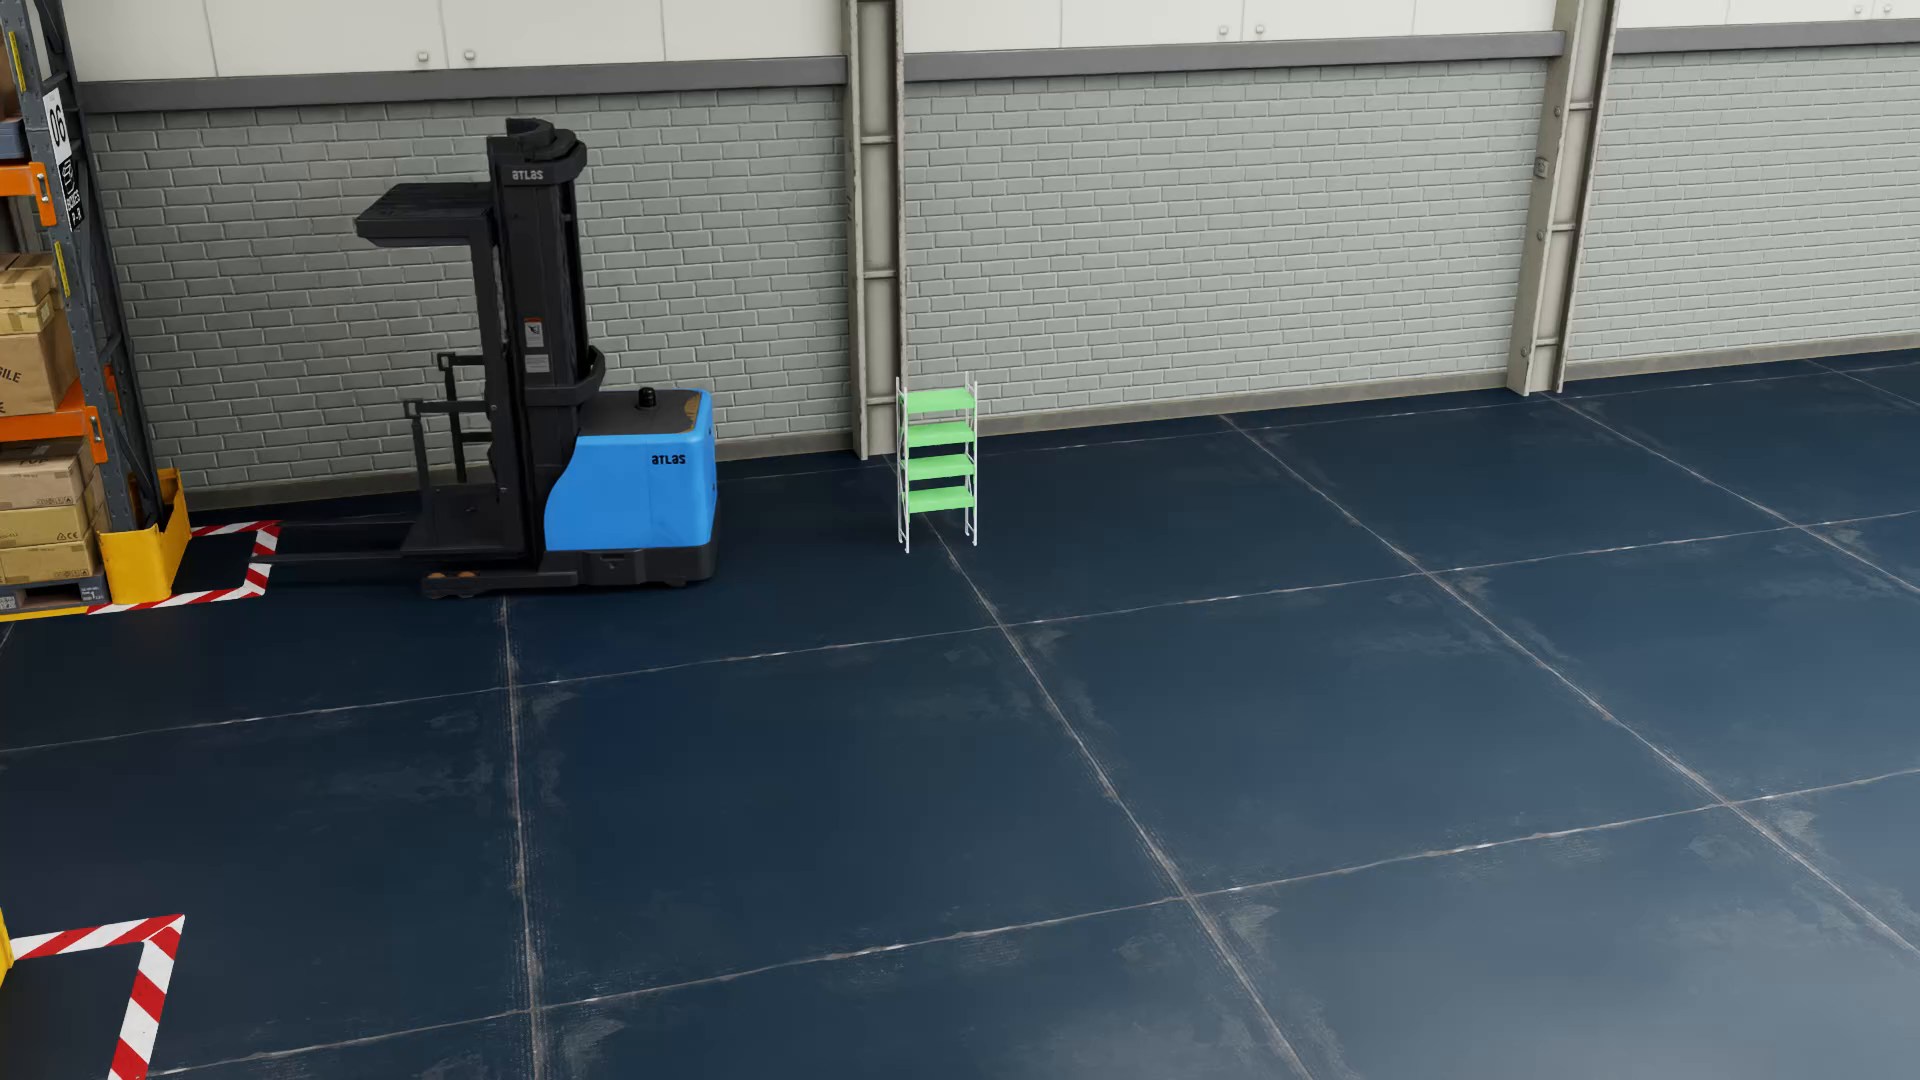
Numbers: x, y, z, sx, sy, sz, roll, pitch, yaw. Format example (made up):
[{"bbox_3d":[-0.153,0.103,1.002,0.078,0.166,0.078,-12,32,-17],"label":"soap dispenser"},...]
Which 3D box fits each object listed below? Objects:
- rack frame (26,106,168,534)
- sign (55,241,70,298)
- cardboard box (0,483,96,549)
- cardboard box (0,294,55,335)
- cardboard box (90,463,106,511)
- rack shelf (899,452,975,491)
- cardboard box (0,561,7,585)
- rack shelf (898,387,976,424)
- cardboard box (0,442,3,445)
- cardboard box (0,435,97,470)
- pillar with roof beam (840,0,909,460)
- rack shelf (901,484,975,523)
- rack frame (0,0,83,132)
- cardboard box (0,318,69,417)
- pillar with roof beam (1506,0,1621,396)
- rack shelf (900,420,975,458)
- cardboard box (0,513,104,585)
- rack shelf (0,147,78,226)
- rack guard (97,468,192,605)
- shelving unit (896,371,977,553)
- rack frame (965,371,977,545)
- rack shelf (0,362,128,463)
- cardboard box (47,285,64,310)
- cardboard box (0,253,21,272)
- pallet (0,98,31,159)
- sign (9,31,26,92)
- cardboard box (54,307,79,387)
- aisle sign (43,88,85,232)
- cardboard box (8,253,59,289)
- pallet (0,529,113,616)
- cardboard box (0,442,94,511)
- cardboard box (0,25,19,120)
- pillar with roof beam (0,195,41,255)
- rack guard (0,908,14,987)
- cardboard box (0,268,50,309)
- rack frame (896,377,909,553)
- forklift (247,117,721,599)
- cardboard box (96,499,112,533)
[{"bbox_3d":[-5.503,-1.186,10.711,0.127,3.000,1.000,-6,24,-14],"label":"rack frame"},{"bbox_3d":[-5.370,-1.620,9.952,0.005,0.325,0.100,-6,24,-14],"label":"sign"},{"bbox_3d":[-5.888,-0.175,10.674,0.500,0.250,0.500,-7,24,-15],"label":"cardboard box"},{"bbox_3d":[-5.761,-1.387,10.229,0.250,0.149,0.380,-6,24,-14],"label":"cardboard box"},{"bbox_3d":[-6.012,-0.374,11.139,0.500,0.250,0.500,-6,24,-13],"label":"cardboard box"},{"bbox_3d":[-0.159,-0.475,11.497,0.480,0.148,0.258,-6,24,-14],"label":"rack shelf"},{"bbox_3d":[-6.352,0.104,10.659,0.500,0.250,0.500,-6,24,-14],"label":"cardboard box"},{"bbox_3d":[-0.159,-0.916,11.308,0.480,0.148,0.258,-6,24,-14],"label":"rack shelf"},{"bbox_3d":[-6.497,-0.541,10.894,0.500,0.250,0.500,-6,24,-14],"label":"cardboard box"},{"bbox_3d":[-6.017,-0.596,11.021,0.500,0.250,0.500,-7,24,-15],"label":"cardboard box"},{"bbox_3d":[0.523,-3.216,7.833,0.400,9.000,9.100,-6,24,-14],"label":"pillar with roof beam"},{"bbox_3d":[-0.159,-0.254,11.592,0.480,0.148,0.258,-6,24,-14],"label":"rack shelf"},{"bbox_3d":[-5.503,-3.943,9.528,0.127,3.000,1.000,-6,24,-14],"label":"rack frame"},{"bbox_3d":[-5.906,-1.080,10.336,0.500,0.500,0.500,-7,24,-16],"label":"cardboard box"},{"bbox_3d":[6.300,-3.855,9.322,0.400,9.000,9.100,-6,24,-14],"label":"pillar with roof beam"},{"bbox_3d":[-0.159,-0.696,11.403,0.480,0.148,0.258,-6,24,-14],"label":"rack shelf"},{"bbox_3d":[-5.870,0.054,10.774,0.500,0.250,0.500,-6,24,-14],"label":"cardboard box"},{"bbox_3d":[-7.429,-2.021,9.765,4.000,0.370,1.077,-6,24,-14],"label":"rack shelf"},{"bbox_3d":[-5.480,-0.040,11.210,0.348,0.500,1.175,-6,24,-14],"label":"rack guard"},{"bbox_3d":[-0.159,-0.534,11.472,0.503,1.200,0.258,-6,24,-14],"label":"shelving unit"},{"bbox_3d":[0.076,-0.560,11.533,0.015,1.200,0.240,-6,24,-14],"label":"rack frame"},{"bbox_3d":[-7.429,-0.643,10.356,4.000,0.370,1.077,-6,24,-14],"label":"rack shelf"},{"bbox_3d":[-5.900,-1.593,10.708,0.250,0.149,0.380,-7,24,-16],"label":"cardboard box"},{"bbox_3d":[-6.157,-1.708,10.599,0.250,0.149,0.380,-5,24,-13],"label":"cardboard box"},{"bbox_3d":[-6.191,-2.459,9.984,1.213,0.211,1.003,-6,24,-14],"label":"pallet"},{"bbox_3d":[-5.370,-2.728,9.477,0.005,0.325,0.100,-6,24,-14],"label":"sign"},{"bbox_3d":[-6.055,-1.285,10.814,0.500,0.500,0.500,-6,24,-13],"label":"cardboard box"},{"bbox_3d":[-5.361,-2.276,9.955,0.004,0.787,0.394,-6,24,-14],"label":"aisle sign"},{"bbox_3d":[-5.884,-1.712,10.610,0.250,0.149,0.380,-7,24,-15],"label":"cardboard box"},{"bbox_3d":[-6.228,0.192,11.034,1.213,0.211,1.003,-6,24,-14],"label":"pallet"},{"bbox_3d":[-5.862,-0.408,10.583,0.500,0.250,0.500,-5,24,-13],"label":"cardboard box"},{"bbox_3d":[-5.864,-2.710,9.671,0.500,0.500,0.500,-6,24,-13],"label":"cardboard box"},{"bbox_3d":[-5.254,-2.577,6.343,0.400,9.000,9.100,-6,24,-14],"label":"pillar with roof beam"},{"bbox_3d":[-4.232,1.855,6.794,0.348,0.500,1.175,-6,24,-14],"label":"rack guard"},{"bbox_3d":[-5.791,-1.549,10.229,0.250,0.149,0.380,-6,24,-14],"label":"cardboard box"},{"bbox_3d":[-0.394,-0.508,11.412,0.015,1.200,0.240,-6,24,-14],"label":"rack frame"},{"bbox_3d":[-3.177,-1.179,10.781,3.031,2.935,1.130,-2,23,-4],"label":"forklift"},{"bbox_3d":[-6.029,-0.138,11.221,0.500,0.250,0.500,-6,24,-14],"label":"cardboard box"}]
